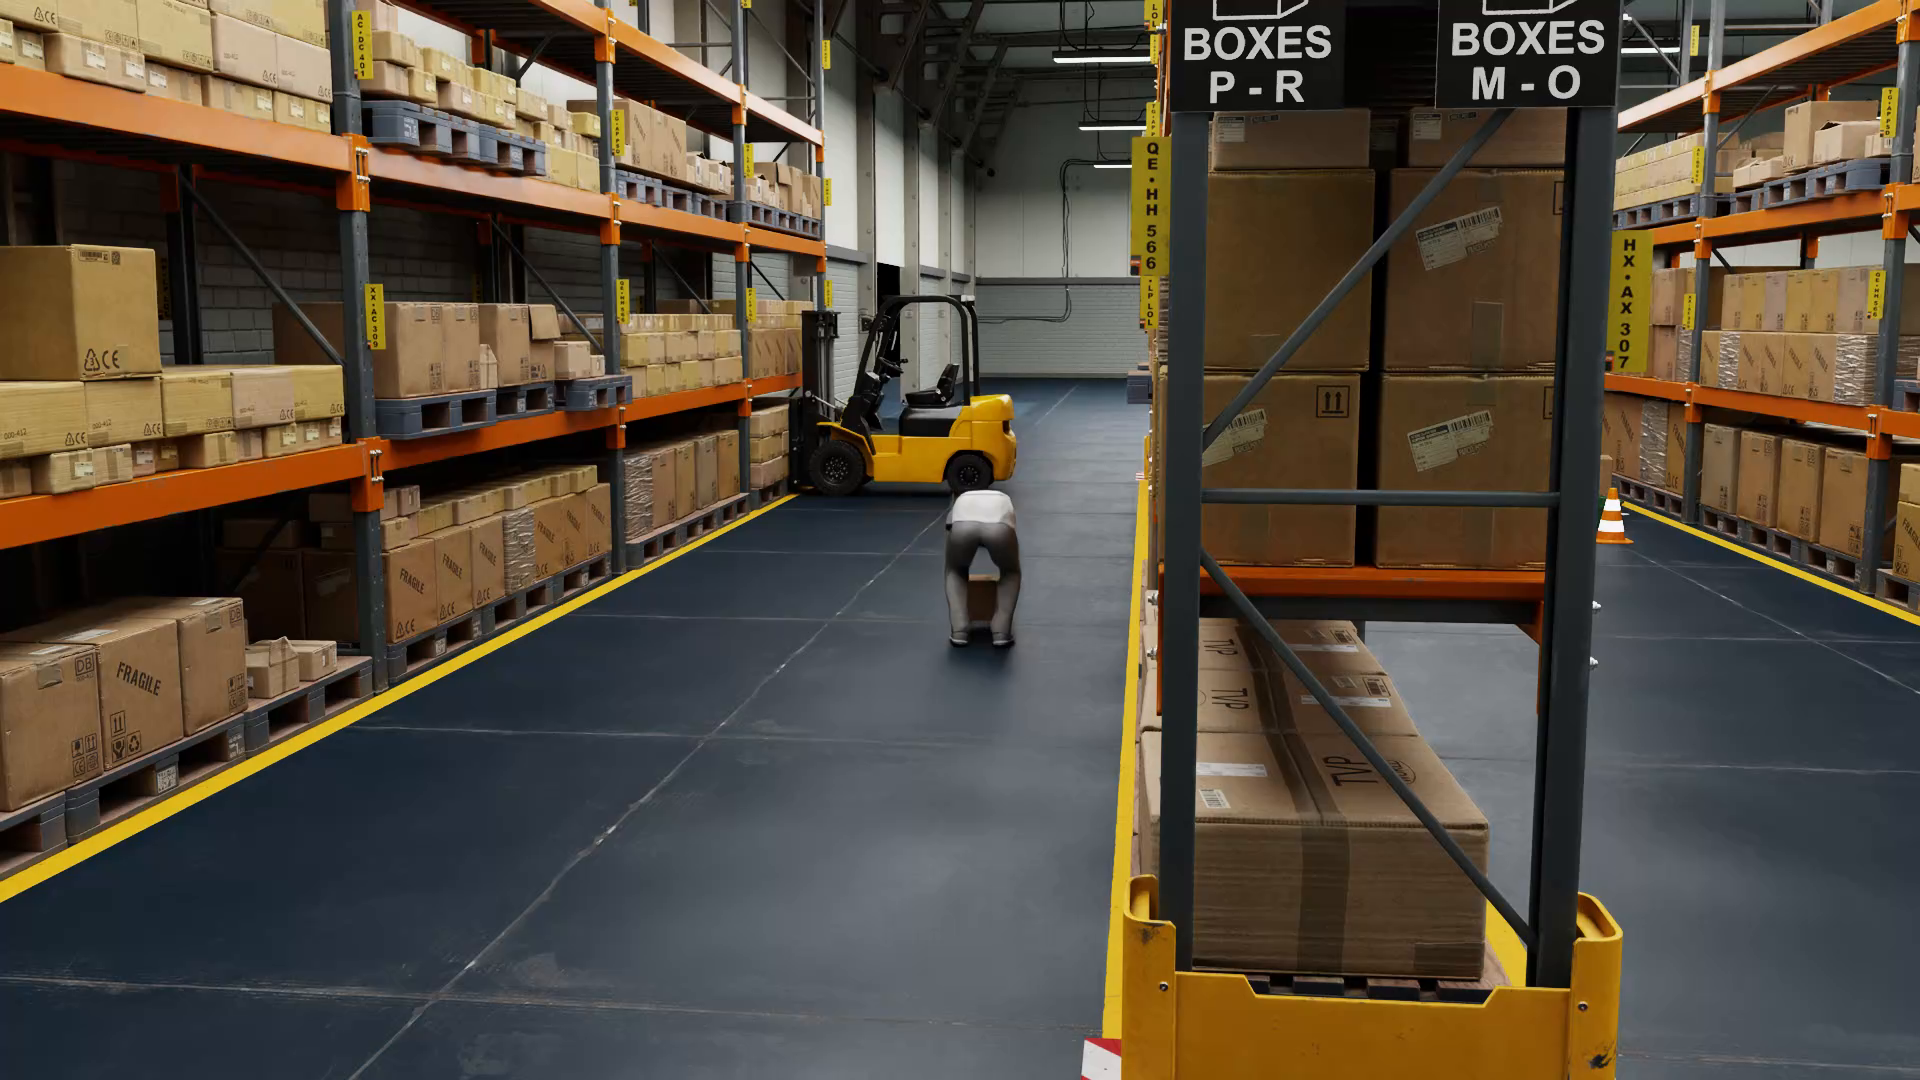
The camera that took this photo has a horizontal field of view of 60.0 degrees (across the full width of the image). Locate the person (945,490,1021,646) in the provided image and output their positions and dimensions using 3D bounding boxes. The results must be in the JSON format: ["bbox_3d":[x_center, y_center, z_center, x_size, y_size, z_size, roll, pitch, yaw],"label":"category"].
[{"bbox_3d":[0.140,0.141,10.031,0.464,0.922,0.906,0,8,3],"label":"person"}]
